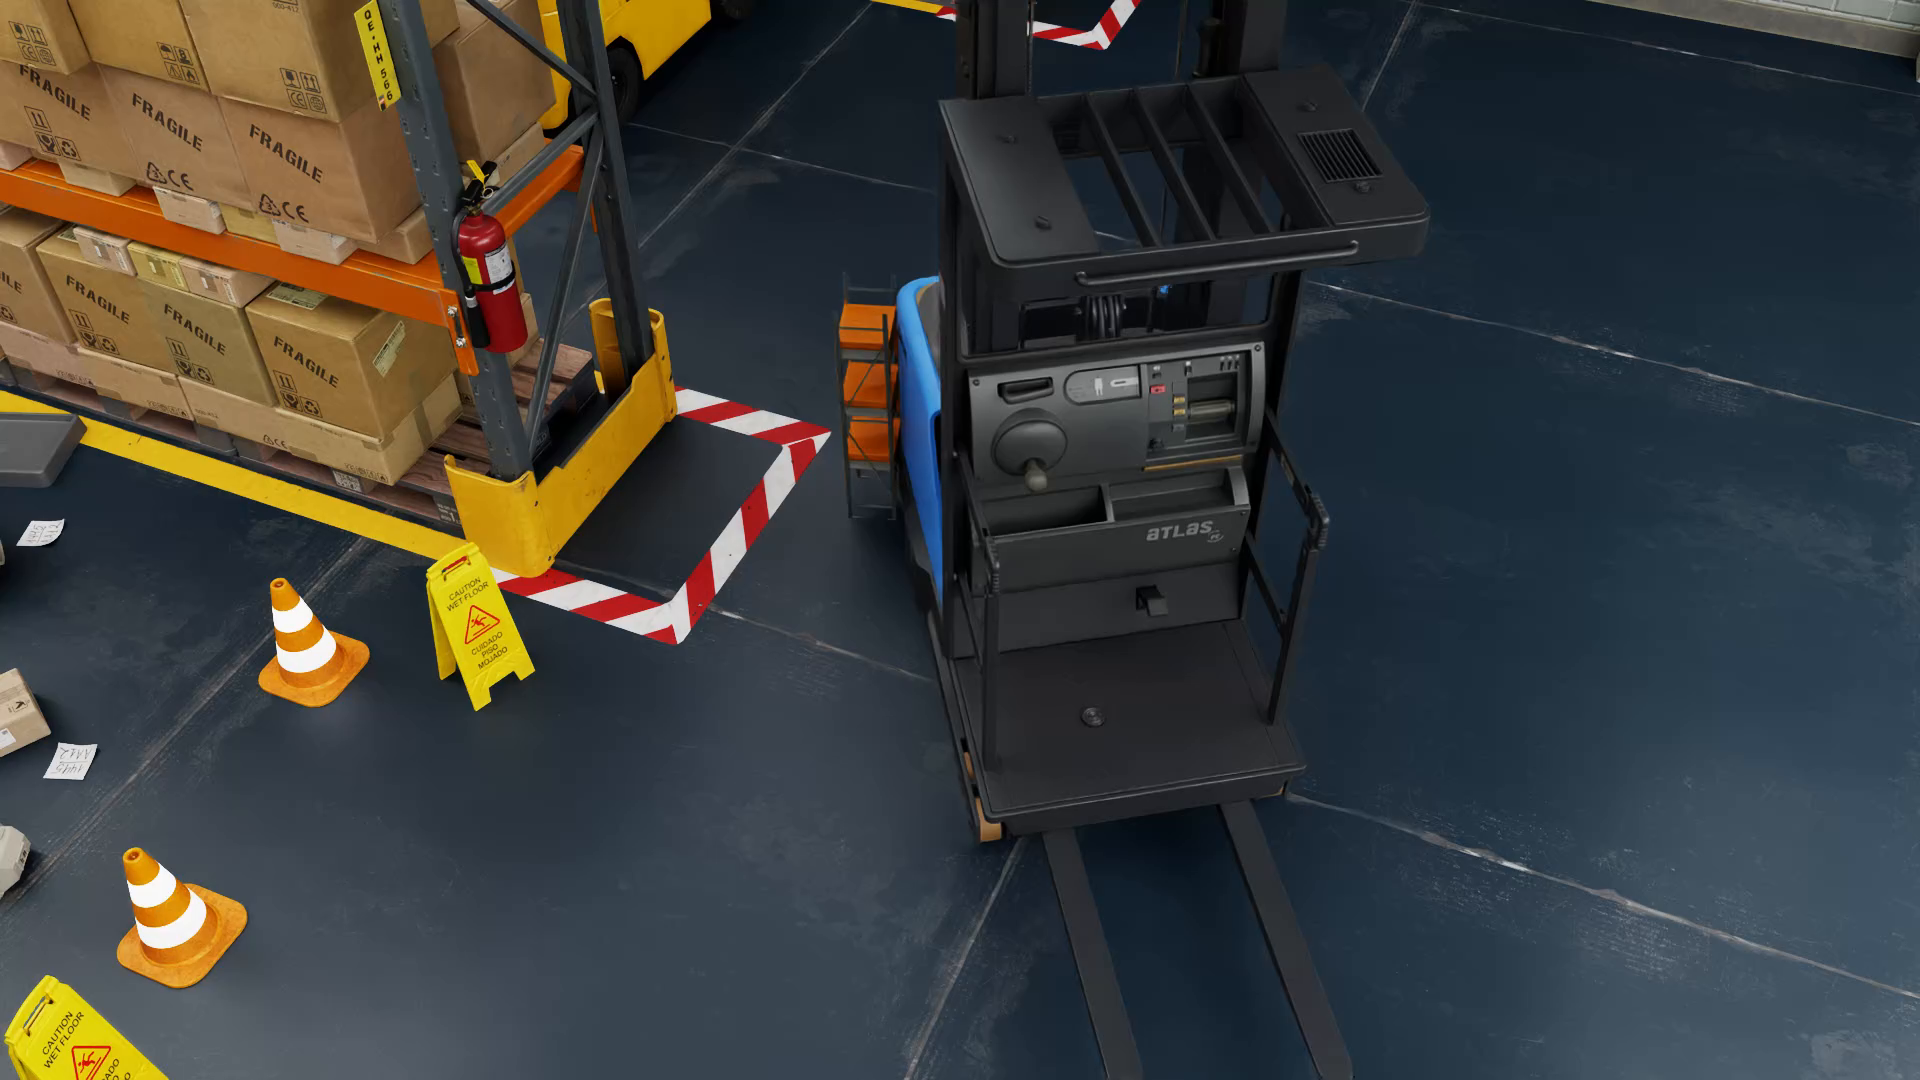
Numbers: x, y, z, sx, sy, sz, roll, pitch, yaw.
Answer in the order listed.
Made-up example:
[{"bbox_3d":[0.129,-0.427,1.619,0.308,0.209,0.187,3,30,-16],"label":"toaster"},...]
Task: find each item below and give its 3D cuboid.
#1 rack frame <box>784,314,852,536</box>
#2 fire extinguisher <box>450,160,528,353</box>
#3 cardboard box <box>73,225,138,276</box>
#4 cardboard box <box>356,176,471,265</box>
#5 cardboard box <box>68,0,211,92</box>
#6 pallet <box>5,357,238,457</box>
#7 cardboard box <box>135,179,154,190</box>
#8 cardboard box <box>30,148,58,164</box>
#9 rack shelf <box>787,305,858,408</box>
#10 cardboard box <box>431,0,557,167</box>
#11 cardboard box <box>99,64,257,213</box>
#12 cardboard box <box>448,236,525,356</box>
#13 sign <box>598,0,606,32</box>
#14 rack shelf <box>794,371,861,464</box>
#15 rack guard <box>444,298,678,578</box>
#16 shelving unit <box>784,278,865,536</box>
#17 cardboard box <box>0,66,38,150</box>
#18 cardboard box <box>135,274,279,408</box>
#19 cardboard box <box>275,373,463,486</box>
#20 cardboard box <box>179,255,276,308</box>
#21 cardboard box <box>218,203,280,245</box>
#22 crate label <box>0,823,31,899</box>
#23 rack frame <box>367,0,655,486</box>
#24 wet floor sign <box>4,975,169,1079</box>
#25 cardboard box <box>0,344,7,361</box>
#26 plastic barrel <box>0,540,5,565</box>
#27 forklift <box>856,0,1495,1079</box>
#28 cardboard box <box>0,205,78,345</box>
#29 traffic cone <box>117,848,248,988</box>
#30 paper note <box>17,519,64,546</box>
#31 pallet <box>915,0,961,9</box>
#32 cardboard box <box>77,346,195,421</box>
[{"bbox_3d":[-0.542,-0.423,6.427,0.200,1.050,0.008,18,47,19],"label":"rack frame"},{"bbox_3d":[-1.608,-0.946,5.629,0.183,0.674,0.296,16,47,16],"label":"fire extinguisher"},{"bbox_3d":[-3.214,-1.221,6.511,0.250,0.149,0.380,18,48,18],"label":"cardboard box"},{"bbox_3d":[-1.964,-1.178,5.985,0.250,0.149,0.380,18,48,17],"label":"cardboard box"},{"bbox_3d":[-2.556,-1.939,5.581,0.500,0.500,0.700,17,47,16],"label":"cardboard box"},{"bbox_3d":[-3.465,-0.913,7.518,1.213,0.211,1.003,16,47,16],"label":"pallet"},{"bbox_3d":[-2.900,-1.469,6.278,0.250,0.149,0.380,17,47,16],"label":"cardboard box"},{"bbox_3d":[-3.367,-1.606,6.415,0.250,0.149,0.380,16,47,16],"label":"cardboard box"},{"bbox_3d":[-0.496,-0.697,6.315,0.215,0.259,0.240,18,47,19],"label":"rack shelf"},{"bbox_3d":[-1.867,-1.755,6.105,0.500,0.500,0.500,16,47,15],"label":"cardboard box"},{"bbox_3d":[-2.604,-1.552,5.902,0.500,0.500,0.500,17,47,16],"label":"cardboard box"},{"bbox_3d":[-2.197,-1.150,6.899,0.500,0.500,0.500,15,47,15],"label":"cardboard box"},{"bbox_3d":[-1.328,-1.965,5.984,0.005,0.325,0.100,16,47,16],"label":"sign"},{"bbox_3d":[-0.489,-0.493,6.513,0.215,0.259,0.240,18,47,19],"label":"rack shelf"},{"bbox_3d":[-1.607,-0.439,6.837,0.348,0.500,1.175,16,47,16],"label":"rack guard"},{"bbox_3d":[-0.490,-0.501,6.505,0.215,1.050,0.252,18,47,19],"label":"shelving unit"},{"bbox_3d":[-3.525,-1.841,6.191,0.500,0.500,0.500,17,47,16],"label":"cardboard box"},{"bbox_3d":[-2.859,-0.932,6.680,0.500,0.500,0.500,18,48,17],"label":"cardboard box"},{"bbox_3d":[-2.408,-0.530,6.807,0.500,0.250,0.500,16,47,16],"label":"cardboard box"},{"bbox_3d":[-2.741,-1.078,6.367,0.250,0.149,0.380,18,48,17],"label":"cardboard box"},{"bbox_3d":[-2.469,-1.258,6.066,0.250,0.149,0.380,16,47,15],"label":"cardboard box"},{"bbox_3d":[-3.293,1.075,5.573,0.298,0.136,0.250,-5,45,-5],"label":"crate label"},{"bbox_3d":[-1.536,-1.305,5.934,0.127,3.000,1.000,16,47,16],"label":"rack frame"},{"bbox_3d":[-2.560,1.499,4.786,0.232,0.644,0.267,9,46,9],"label":"wet floor sign"},{"bbox_3d":[-4.290,-1.091,7.372,0.500,0.250,0.500,19,48,18],"label":"cardboard box"},{"bbox_3d":[-4.026,0.033,6.416,0.512,0.421,0.421,-20,48,-19],"label":"plastic barrel"},{"bbox_3d":[0.670,-0.325,4.998,1.130,2.935,3.031,-18,48,-17],"label":"forklift"},{"bbox_3d":[-3.811,-1.215,6.965,0.500,0.500,0.500,19,48,18],"label":"cardboard box"},{"bbox_3d":[-2.543,1.133,5.284,0.334,0.463,0.336,16,47,16],"label":"traffic cone"},{"bbox_3d":[-3.737,-0.032,6.761,0.148,0.019,0.142,2,45,2],"label":"paper note"},{"bbox_3d":[-0.351,-3.729,10.348,1.213,0.211,1.003,16,47,16],"label":"pallet"},{"bbox_3d":[-3.346,-0.807,7.086,0.500,0.250,0.500,15,47,14],"label":"cardboard box"}]
